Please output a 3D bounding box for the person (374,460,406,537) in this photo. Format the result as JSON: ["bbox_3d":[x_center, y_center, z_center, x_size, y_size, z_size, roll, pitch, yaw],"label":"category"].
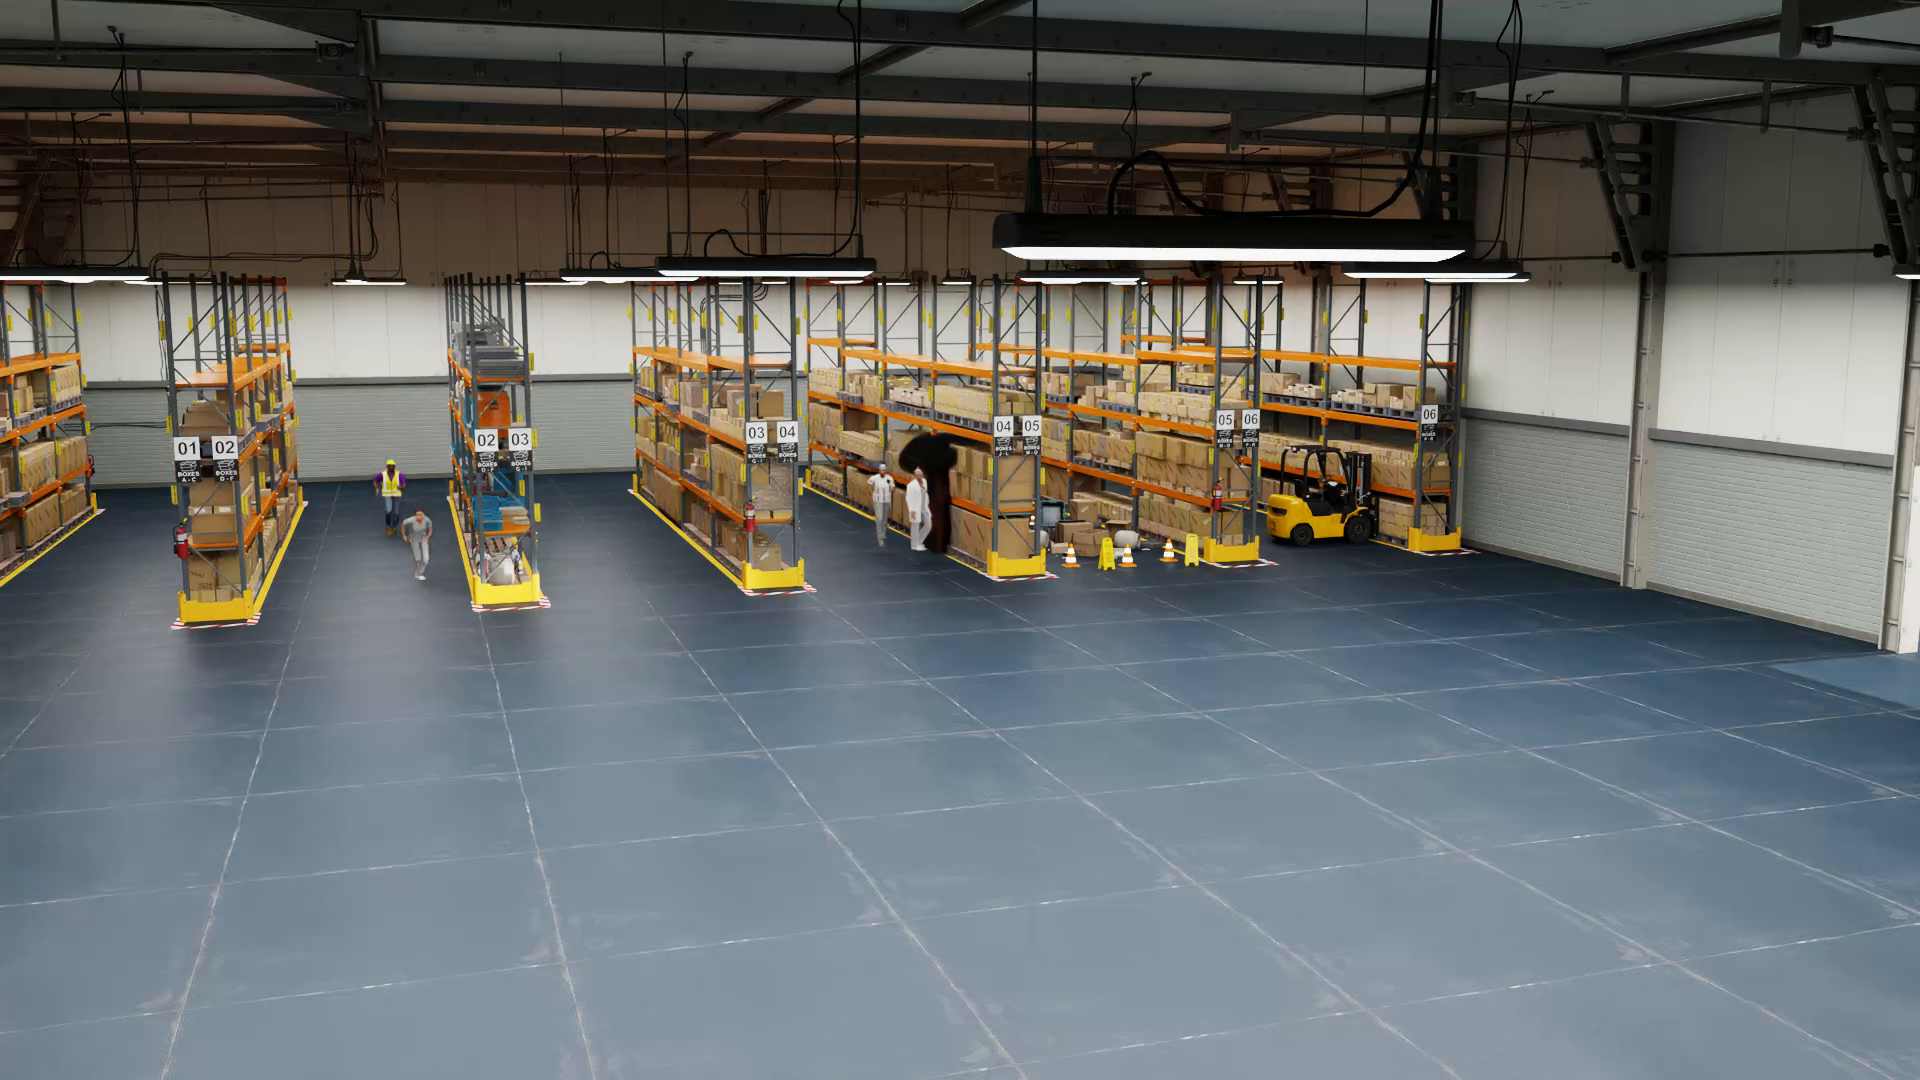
[{"bbox_3d":[-13.246,-0.980,38.735,0.692,1.789,0.722,-4,10,-25],"label":"person"}]

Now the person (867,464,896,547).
[{"bbox_3d":[-1.671,-0.771,35.793,0.604,1.751,0.715,-2,9,-16],"label":"person"}]

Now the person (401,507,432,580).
[{"bbox_3d":[-10.725,0.072,32.842,0.584,1.470,0.790,-4,9,-24],"label":"person"}]

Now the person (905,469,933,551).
[{"bbox_3d":[-0.870,-0.618,34.563,0.740,1.759,0.587,-8,12,-42],"label":"person"}]

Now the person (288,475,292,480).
[{"bbox_3d":[-18.368,-1.918,44.939,0.906,1.786,0.716,-3,9,-20],"label":"person"}]
